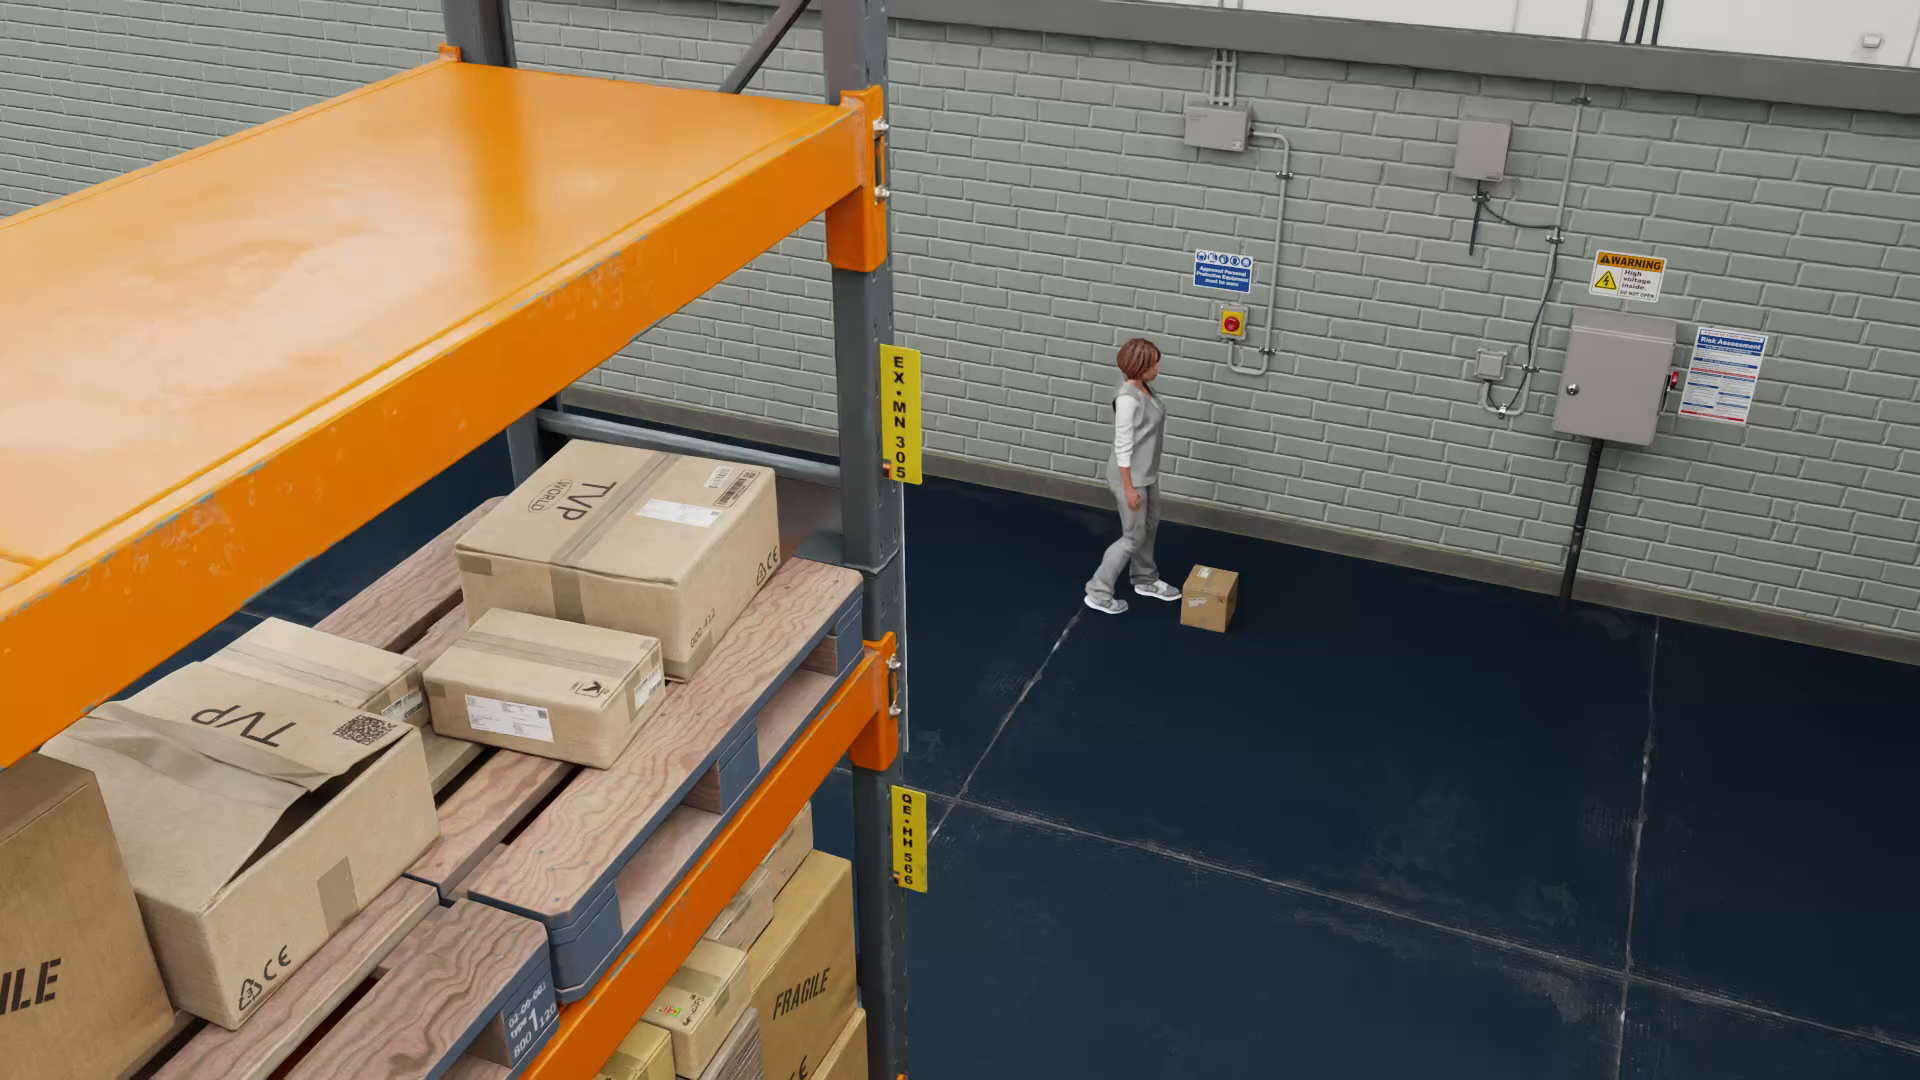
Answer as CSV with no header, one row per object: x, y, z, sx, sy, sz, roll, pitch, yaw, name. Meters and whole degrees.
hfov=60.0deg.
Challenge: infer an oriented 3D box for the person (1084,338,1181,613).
0.984,-0.331,9.000,0.505,1.598,0.435,8,31,14,person
